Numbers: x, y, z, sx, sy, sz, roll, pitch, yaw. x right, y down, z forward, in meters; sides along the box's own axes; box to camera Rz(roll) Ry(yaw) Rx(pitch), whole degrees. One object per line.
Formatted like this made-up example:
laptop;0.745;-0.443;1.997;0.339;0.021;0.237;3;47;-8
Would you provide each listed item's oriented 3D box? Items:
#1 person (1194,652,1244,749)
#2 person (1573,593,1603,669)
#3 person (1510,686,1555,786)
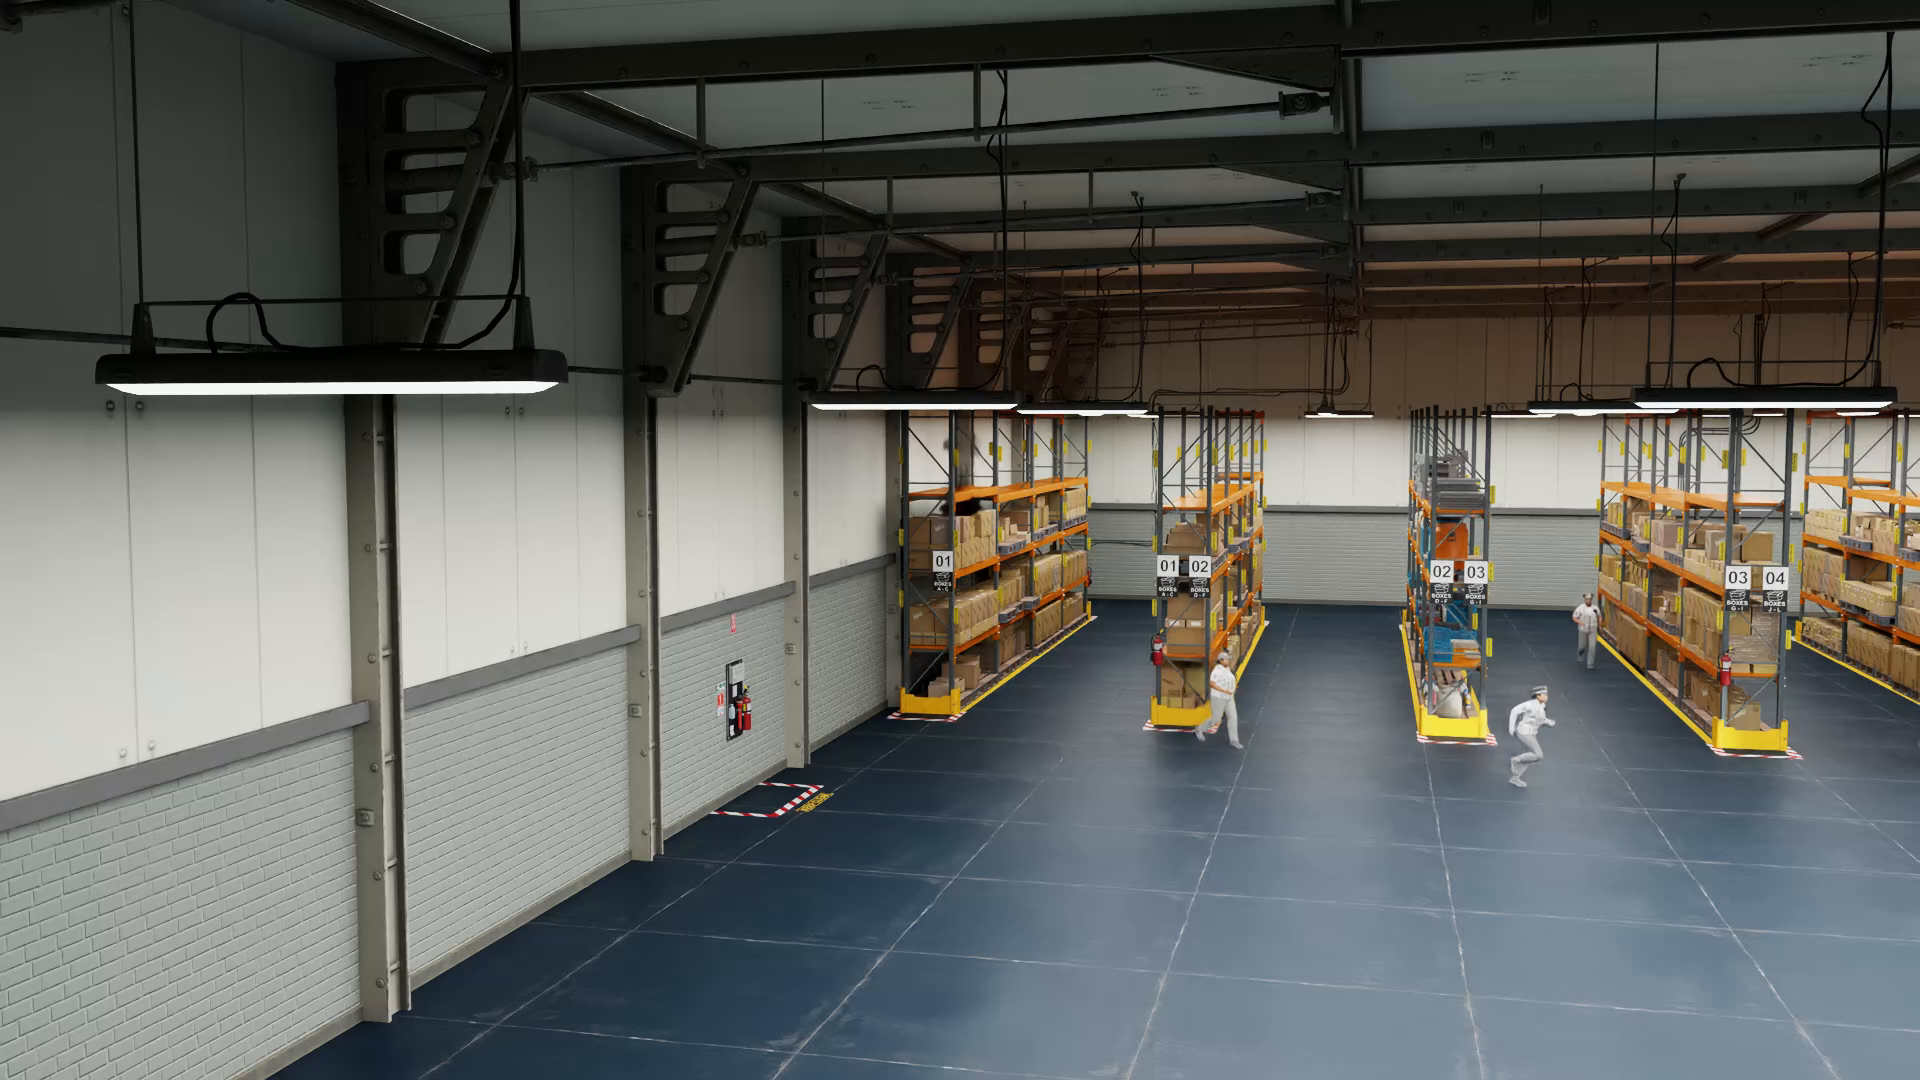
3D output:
person;4.617;2.797;29.234;0.959;1.659;0.643;4;5;41
person;14.564;2.084;38.556;0.674;1.740;0.782;1;4;11
person;8.953;3.060;25.993;0.662;1.613;0.602;3;5;39
